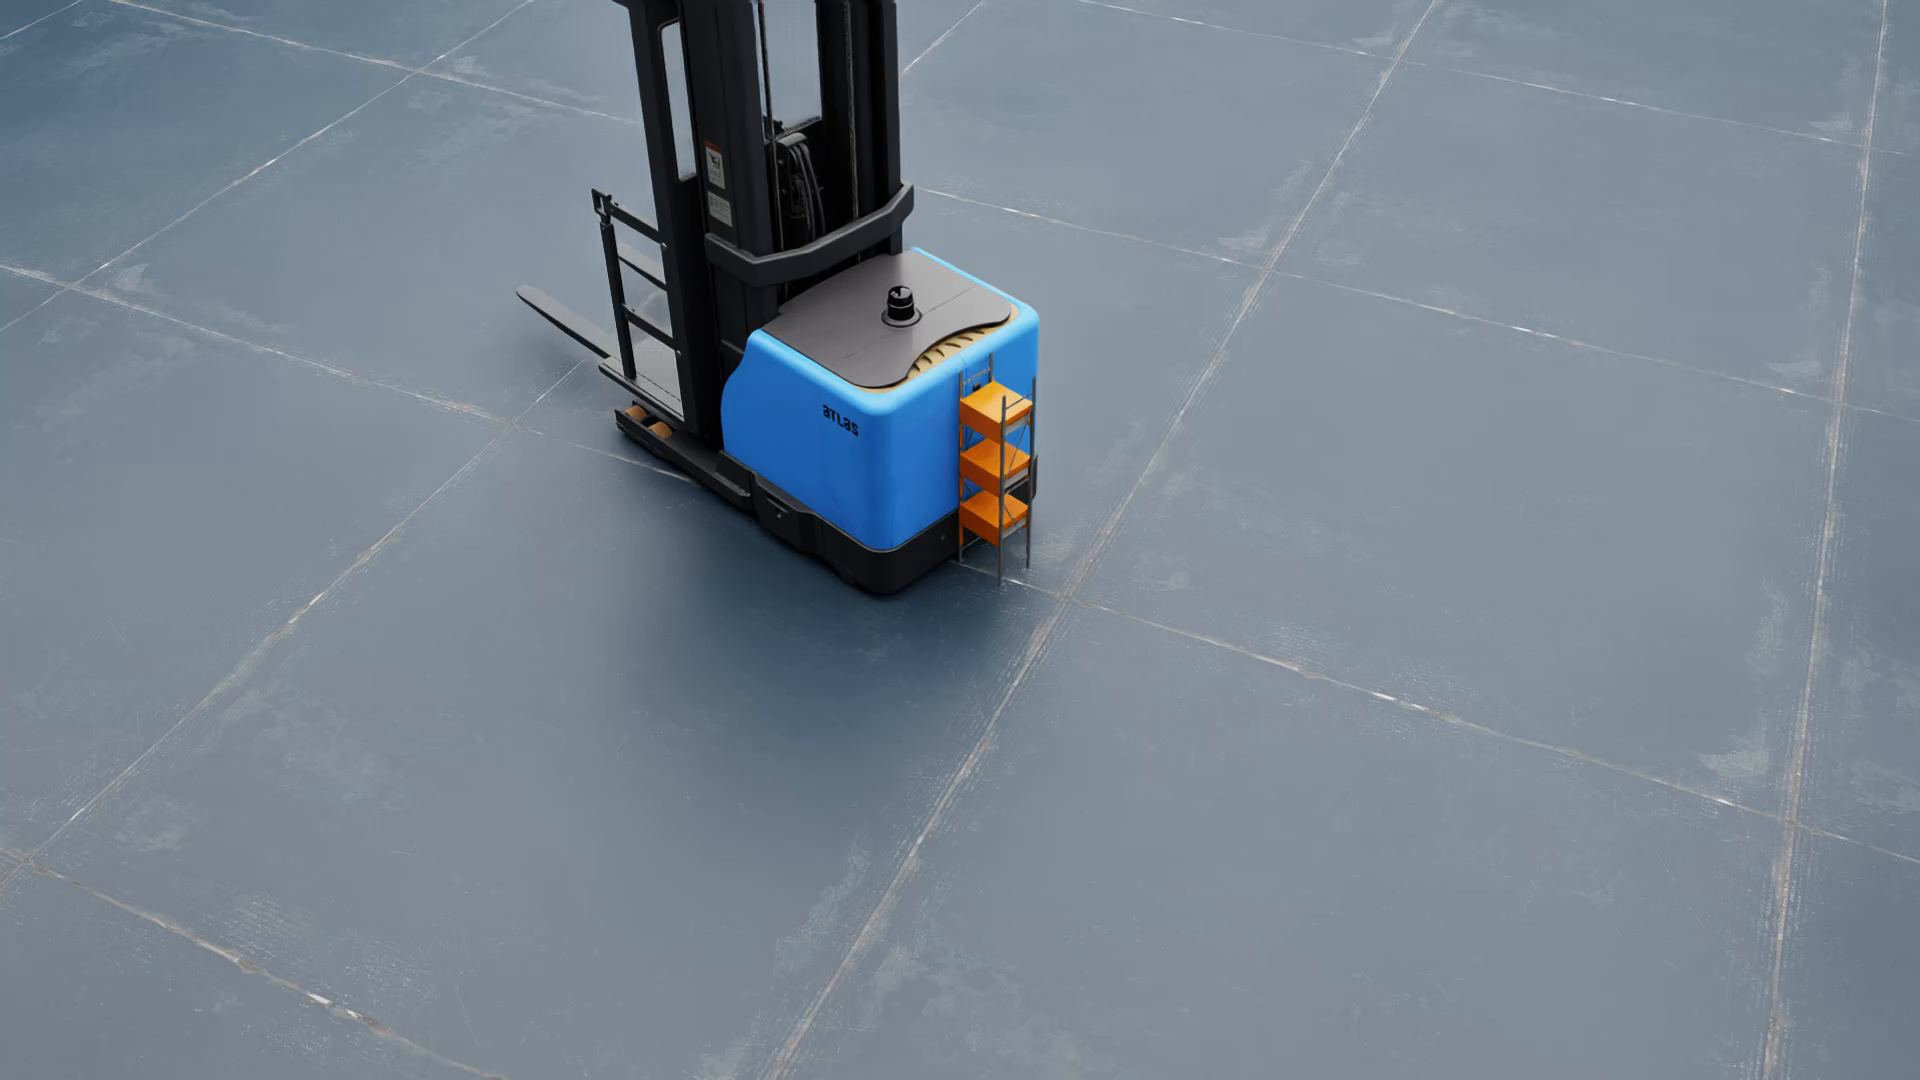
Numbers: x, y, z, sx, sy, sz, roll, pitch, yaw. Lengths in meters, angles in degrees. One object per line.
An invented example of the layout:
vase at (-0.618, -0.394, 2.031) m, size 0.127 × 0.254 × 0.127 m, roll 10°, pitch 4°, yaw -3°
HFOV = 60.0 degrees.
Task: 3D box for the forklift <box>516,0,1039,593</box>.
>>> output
forklift at (-1.047, -1.730, 7.393) m, size 3.031 × 2.935 × 1.130 m, roll 33°, pitch 51°, yaw 32°

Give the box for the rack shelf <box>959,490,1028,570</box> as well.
rack shelf at (0.154, -0.065, 7.348) m, size 0.240 × 0.259 × 0.215 m, roll 33°, pitch 51°, yaw 32°

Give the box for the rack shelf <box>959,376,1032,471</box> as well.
rack shelf at (0.154, -0.490, 6.980) m, size 0.240 × 0.259 × 0.215 m, roll 33°, pitch 51°, yaw 32°

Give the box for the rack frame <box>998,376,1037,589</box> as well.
rack frame at (0.241, -0.227, 7.095) m, size 0.008 × 1.050 × 0.200 m, roll 33°, pitch 51°, yaw 32°

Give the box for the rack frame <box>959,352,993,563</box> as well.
rack frame at (0.067, -0.339, 7.224) m, size 0.008 × 1.050 × 0.200 m, roll 33°, pitch 51°, yaw 32°

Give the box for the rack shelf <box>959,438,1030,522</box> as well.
rack shelf at (0.154, -0.275, 7.166) m, size 0.240 × 0.259 × 0.215 m, roll 33°, pitch 51°, yaw 32°

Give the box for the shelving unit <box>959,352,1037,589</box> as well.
shelving unit at (0.154, -0.283, 7.159) m, size 0.252 × 1.050 × 0.215 m, roll 33°, pitch 51°, yaw 32°
